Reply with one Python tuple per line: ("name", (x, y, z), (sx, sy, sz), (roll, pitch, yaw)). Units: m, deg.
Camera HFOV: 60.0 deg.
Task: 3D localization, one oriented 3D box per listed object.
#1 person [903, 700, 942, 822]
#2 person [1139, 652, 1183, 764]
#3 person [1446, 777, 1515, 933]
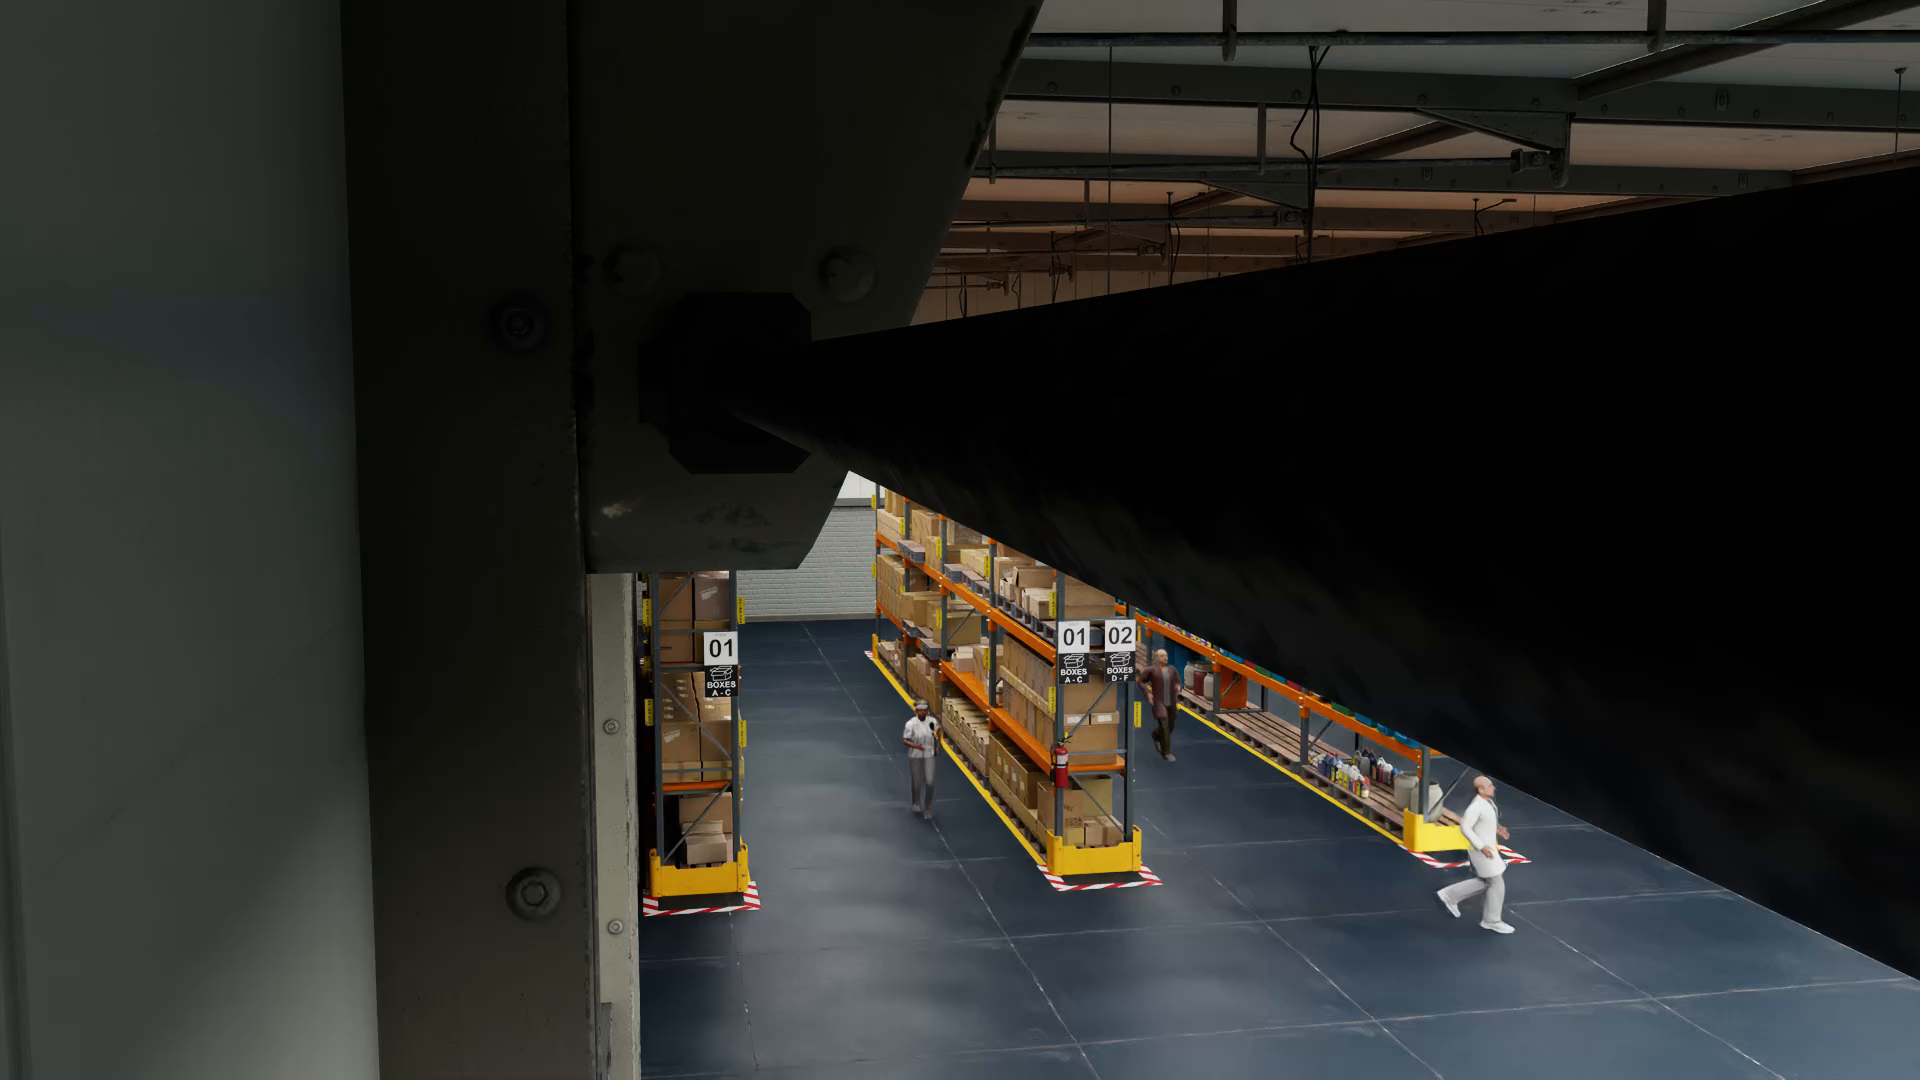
("person", (-0.518, 3.101, 23.440), (0.583, 1.767, 0.747), (-1, 6, -10))
("person", (3.263, 2.660, 26.624), (0.719, 1.741, 0.833), (-2, 6, -21))
("person", (5.905, 3.542, 18.806), (0.769, 1.764, 0.706), (2, 6, 20))
